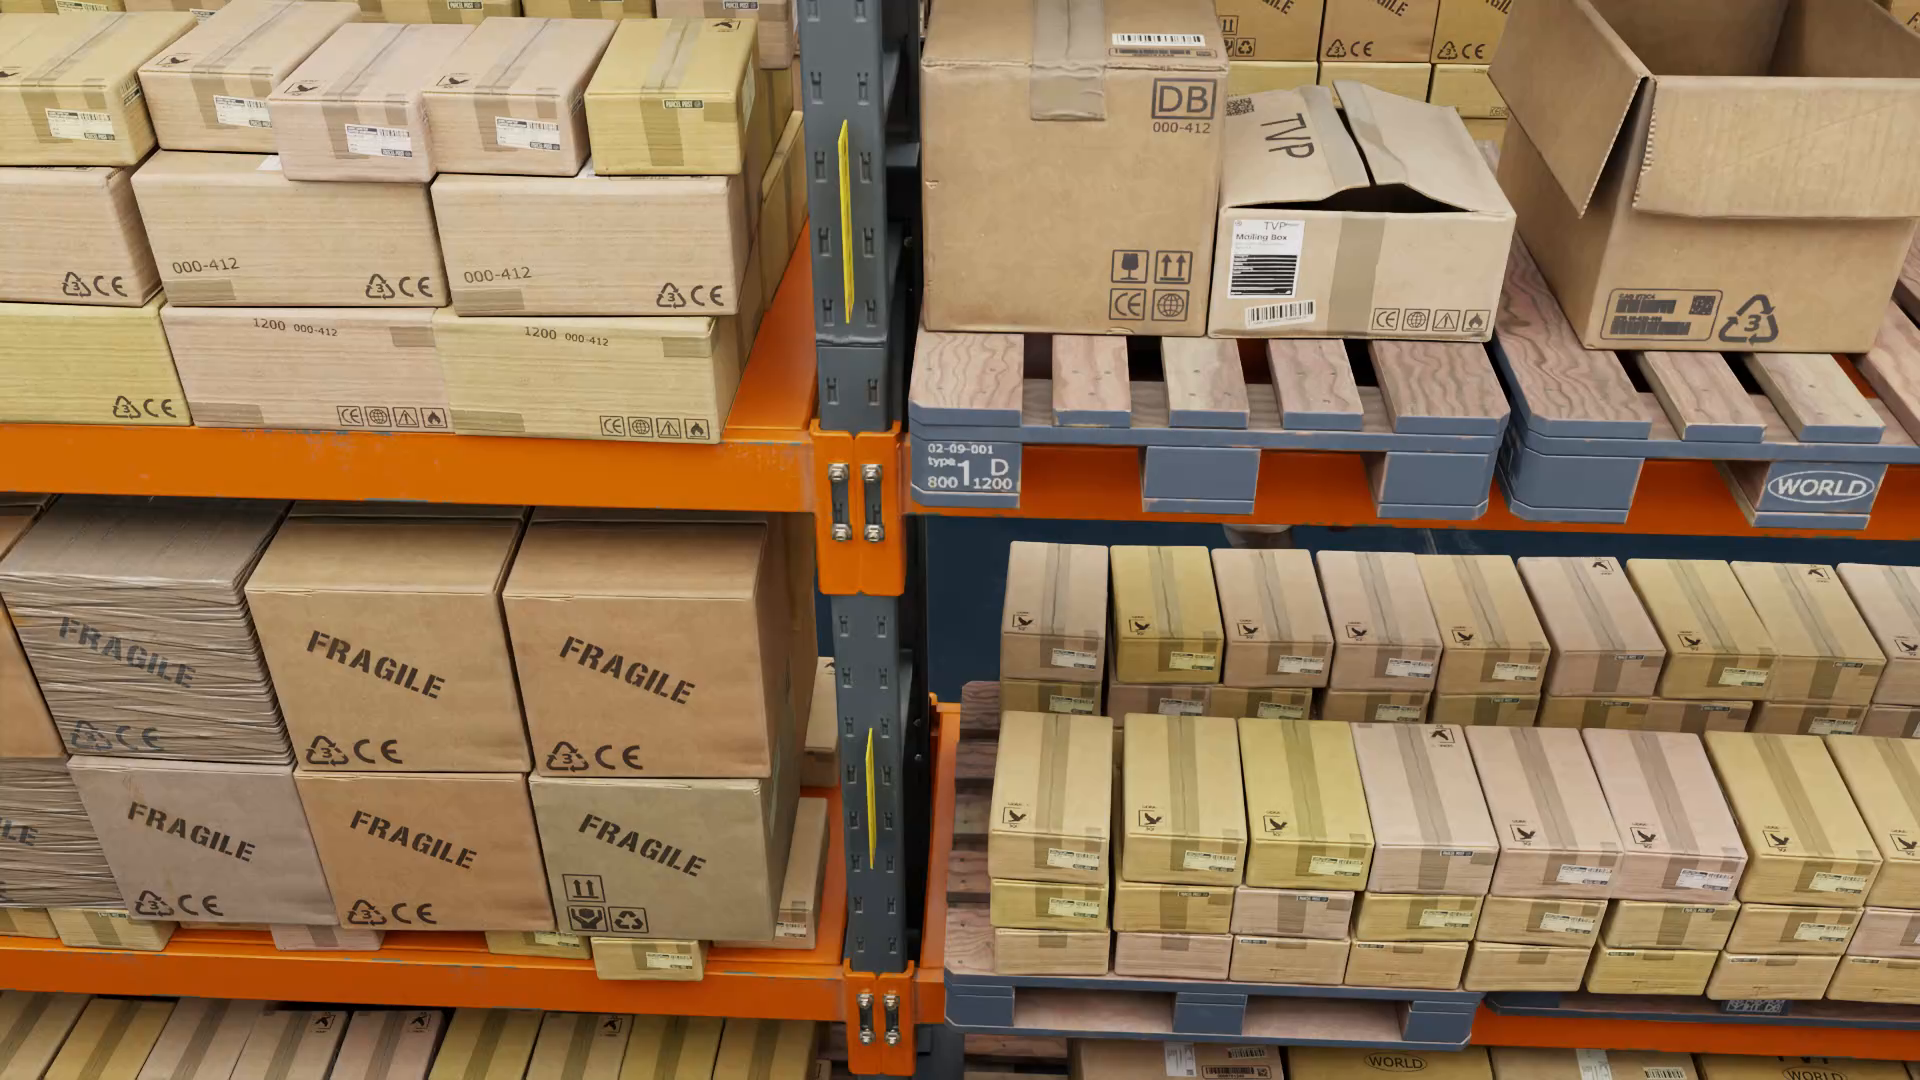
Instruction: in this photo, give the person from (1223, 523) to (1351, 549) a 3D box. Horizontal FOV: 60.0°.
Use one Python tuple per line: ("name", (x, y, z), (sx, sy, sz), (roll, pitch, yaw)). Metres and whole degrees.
("person", (1.234, -0.131, 6.312), (0.563, 1.762, 0.504), (2, 36, 2))
